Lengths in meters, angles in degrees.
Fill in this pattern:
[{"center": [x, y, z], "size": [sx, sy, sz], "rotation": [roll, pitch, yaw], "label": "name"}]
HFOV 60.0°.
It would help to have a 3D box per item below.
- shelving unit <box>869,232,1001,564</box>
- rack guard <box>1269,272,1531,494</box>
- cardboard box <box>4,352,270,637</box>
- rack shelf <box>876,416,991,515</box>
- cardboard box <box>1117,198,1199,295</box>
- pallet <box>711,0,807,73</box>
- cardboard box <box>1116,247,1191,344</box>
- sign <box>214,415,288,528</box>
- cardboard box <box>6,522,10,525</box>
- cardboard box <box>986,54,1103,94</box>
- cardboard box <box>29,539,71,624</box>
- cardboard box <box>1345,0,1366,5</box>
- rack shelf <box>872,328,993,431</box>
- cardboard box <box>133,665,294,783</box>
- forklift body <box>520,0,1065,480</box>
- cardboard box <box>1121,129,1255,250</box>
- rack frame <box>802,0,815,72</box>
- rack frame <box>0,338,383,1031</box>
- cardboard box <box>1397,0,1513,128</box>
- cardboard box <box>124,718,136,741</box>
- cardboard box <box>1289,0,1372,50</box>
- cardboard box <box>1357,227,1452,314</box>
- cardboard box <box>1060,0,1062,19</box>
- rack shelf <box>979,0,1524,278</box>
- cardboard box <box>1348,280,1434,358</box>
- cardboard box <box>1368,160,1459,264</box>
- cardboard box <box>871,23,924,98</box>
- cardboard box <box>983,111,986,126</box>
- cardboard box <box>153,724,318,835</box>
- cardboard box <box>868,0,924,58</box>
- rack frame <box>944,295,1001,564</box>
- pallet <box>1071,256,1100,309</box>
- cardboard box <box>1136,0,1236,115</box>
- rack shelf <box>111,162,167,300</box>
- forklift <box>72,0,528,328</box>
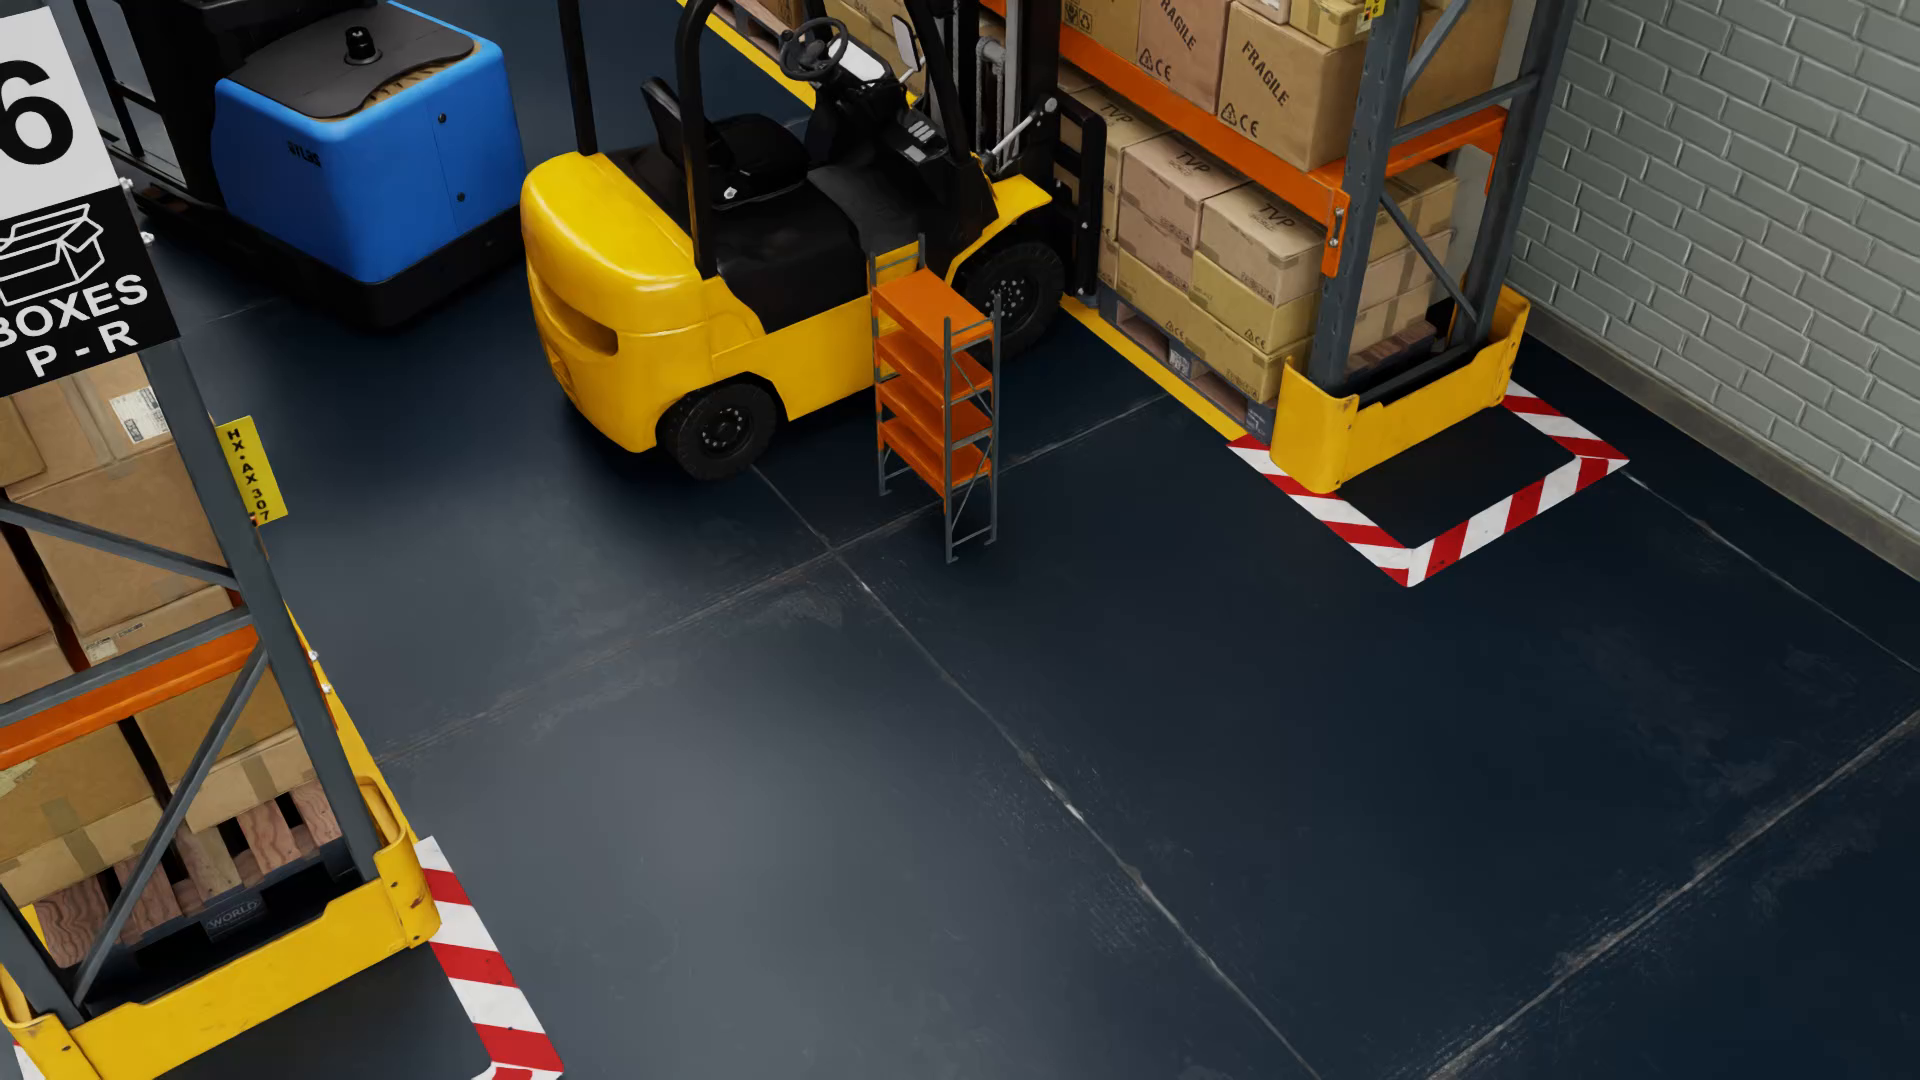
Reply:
[{"center": [-0.095, -0.528, 6.434], "size": [0.258, 1.200, 0.503], "rotation": [-26, 49, -24], "label": "shelving unit"}, {"center": [1.877, -0.683, 7.103], "size": [1.175, 0.500, 0.348], "rotation": [-26, 49, -24], "label": "rack guard"}, {"center": [-2.249, -0.159, 4.457], "size": [0.500, 0.500, 0.500], "rotation": [-26, 50, -25], "label": "cardboard box"}, {"center": [-0.095, -0.335, 6.617], "size": [0.258, 0.148, 0.480], "rotation": [-26, 49, -24], "label": "rack shelf"}, {"center": [1.050, -1.379, 7.348], "size": [0.500, 0.250, 0.500], "rotation": [-26, 50, -25], "label": "cardboard box"}, {"center": [-0.879, -3.259, 10.011], "size": [1.003, 0.211, 1.213], "rotation": [-26, 49, -24], "label": "pallet"}, {"center": [1.059, -1.185, 7.506], "size": [0.500, 0.250, 0.500], "rotation": [-26, 49, -24], "label": "cardboard box"}, {"center": [-1.761, -0.165, 4.124], "size": [0.100, 0.325, 0.005], "rotation": [-26, 49, -24], "label": "sign"}, {"center": [-3.025, -0.265, 4.568], "size": [0.500, 0.500, 0.500], "rotation": [-26, 49, -24], "label": "cardboard box"}, {"center": [0.466, -2.116, 7.757], "size": [0.500, 0.250, 0.500], "rotation": [-27, 50, -25], "label": "cardboard box"}, {"center": [-2.387, 0.042, 4.716], "size": [0.380, 0.149, 0.250], "rotation": [-25, 49, -24], "label": "cardboard box"}, {"center": [1.485, -2.099, 6.018], "size": [0.380, 0.149, 0.250], "rotation": [-26, 49, -24], "label": "cardboard box"}, {"center": [-0.095, -0.641, 6.326], "size": [0.258, 0.148, 0.480], "rotation": [-26, 49, -24], "label": "rack shelf"}, {"center": [-2.455, 0.354, 5.351], "size": [0.500, 0.500, 0.500], "rotation": [-27, 50, -26], "label": "cardboard box"}, {"center": [-0.718, -1.647, 6.917], "size": [2.313, 2.155, 1.214], "rotation": [-26, 49, -24], "label": "forklift body"}, {"center": [1.047, -1.544, 7.158], "size": [0.500, 0.250, 0.500], "rotation": [-25, 49, -24], "label": "cardboard box"}, {"center": [-0.425, -3.866, 8.627], "size": [1.000, 3.000, 0.127], "rotation": [-26, 49, -24], "label": "rack frame"}, {"center": [-2.206, 0.362, 4.198], "size": [1.000, 3.000, 0.127], "rotation": [-26, 49, -24], "label": "rack frame"}, {"center": [1.808, -2.027, 6.629], "size": [0.500, 0.500, 0.500], "rotation": [-24, 49, -23], "label": "cardboard box"}, {"center": [-3.179, 0.557, 5.681], "size": [0.500, 0.250, 0.500], "rotation": [-26, 49, -24], "label": "cardboard box"}, {"center": [1.435, -1.957, 6.086], "size": [0.380, 0.149, 0.250], "rotation": [-25, 49, -24], "label": "cardboard box"}, {"center": [1.765, -1.287, 7.251], "size": [0.500, 0.250, 0.500], "rotation": [-25, 49, -24], "label": "cardboard box"}, {"center": [0.487, -2.680, 7.312], "size": [0.500, 0.500, 0.500], "rotation": [-25, 49, -24], "label": "cardboard box"}, {"center": [0.719, -2.473, 7.689], "size": [1.077, 0.370, 4.000], "rotation": [-26, 49, -24], "label": "rack shelf"}, {"center": [1.743, -1.113, 7.431], "size": [0.500, 0.250, 0.500], "rotation": [-26, 49, -24], "label": "cardboard box"}, {"center": [1.743, -1.467, 7.077], "size": [0.500, 0.250, 0.500], "rotation": [-26, 50, -25], "label": "cardboard box"}, {"center": [-0.112, -2.524, 8.547], "size": [0.500, 0.250, 0.500], "rotation": [-26, 49, -25], "label": "cardboard box"}, {"center": [0.454, -1.948, 7.943], "size": [0.500, 0.250, 0.500], "rotation": [-26, 49, -25], "label": "cardboard box"}, {"center": [-2.441, 0.639, 5.596], "size": [0.500, 0.250, 0.500], "rotation": [-26, 49, -25], "label": "cardboard box"}, {"center": [-0.122, -2.693, 8.362], "size": [0.500, 0.250, 0.500], "rotation": [-26, 49, -24], "label": "cardboard box"}, {"center": [0.045, -0.390, 6.289], "size": [0.240, 1.200, 0.015], "rotation": [-26, 49, -24], "label": "rack frame"}, {"center": [0.698, -1.699, 8.377], "size": [1.003, 0.211, 1.213], "rotation": [-26, 49, -24], "label": "pallet"}, {"center": [1.077, -2.109, 6.715], "size": [0.500, 0.500, 0.500], "rotation": [-24, 49, -23], "label": "cardboard box"}, {"center": [-3.350, -1.595, 4.597], "size": [1.077, 0.370, 4.000], "rotation": [-26, 49, -24], "label": "rack shelf"}, {"center": [-3.554, -2.870, 7.633], "size": [3.031, 2.935, 1.130], "rotation": [27, 50, 25], "label": "forklift"}]
